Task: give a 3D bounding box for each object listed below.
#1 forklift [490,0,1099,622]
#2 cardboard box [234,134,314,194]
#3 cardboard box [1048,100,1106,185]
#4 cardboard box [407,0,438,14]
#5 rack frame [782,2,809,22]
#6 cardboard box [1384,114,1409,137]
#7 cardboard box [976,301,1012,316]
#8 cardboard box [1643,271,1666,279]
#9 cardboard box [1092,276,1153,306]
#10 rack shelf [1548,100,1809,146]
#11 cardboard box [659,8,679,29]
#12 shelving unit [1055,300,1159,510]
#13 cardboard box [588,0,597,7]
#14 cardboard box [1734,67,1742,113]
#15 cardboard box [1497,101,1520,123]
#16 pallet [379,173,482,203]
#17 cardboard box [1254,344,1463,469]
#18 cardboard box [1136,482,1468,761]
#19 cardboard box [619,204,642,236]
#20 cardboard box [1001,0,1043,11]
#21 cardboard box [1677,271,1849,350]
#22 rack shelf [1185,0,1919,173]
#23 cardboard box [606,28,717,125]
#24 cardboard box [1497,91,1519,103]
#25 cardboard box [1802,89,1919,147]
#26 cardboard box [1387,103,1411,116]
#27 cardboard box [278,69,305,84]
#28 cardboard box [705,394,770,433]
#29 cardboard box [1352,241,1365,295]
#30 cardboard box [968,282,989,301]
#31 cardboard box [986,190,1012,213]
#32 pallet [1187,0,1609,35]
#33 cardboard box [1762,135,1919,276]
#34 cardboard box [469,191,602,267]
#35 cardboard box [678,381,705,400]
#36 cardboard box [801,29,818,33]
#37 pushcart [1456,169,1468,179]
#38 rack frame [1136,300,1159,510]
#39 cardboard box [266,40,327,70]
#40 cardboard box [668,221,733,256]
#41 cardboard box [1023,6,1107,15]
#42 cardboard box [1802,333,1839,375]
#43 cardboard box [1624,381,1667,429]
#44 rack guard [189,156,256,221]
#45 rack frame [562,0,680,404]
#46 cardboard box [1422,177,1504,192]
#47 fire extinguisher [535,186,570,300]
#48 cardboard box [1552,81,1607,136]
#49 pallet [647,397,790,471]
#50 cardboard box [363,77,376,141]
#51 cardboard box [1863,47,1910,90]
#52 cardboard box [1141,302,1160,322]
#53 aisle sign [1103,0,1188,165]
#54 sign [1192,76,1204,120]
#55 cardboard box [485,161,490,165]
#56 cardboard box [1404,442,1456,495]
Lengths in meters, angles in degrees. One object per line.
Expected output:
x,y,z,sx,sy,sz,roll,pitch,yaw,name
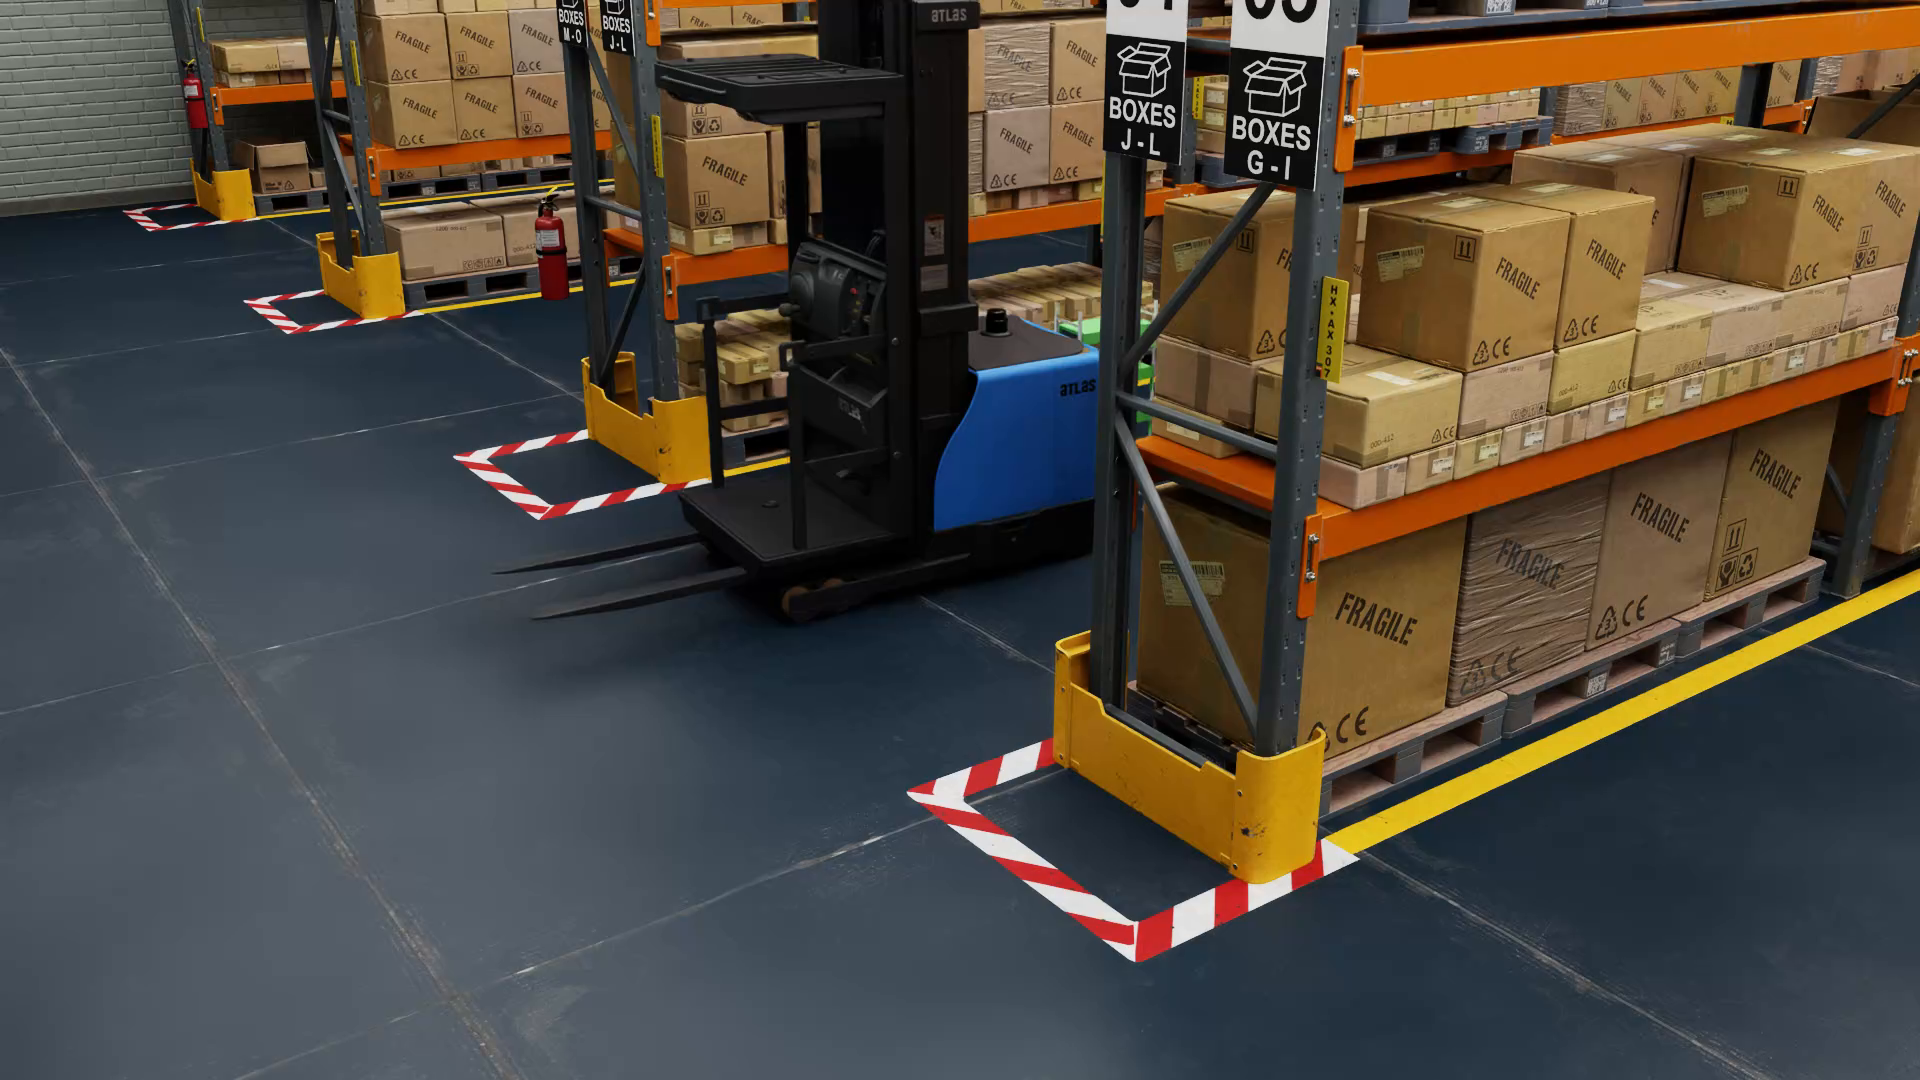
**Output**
-0.774,-1.193,7.931,3.031,2.935,1.130,-12,25,-28,forklift
-7.289,-4.002,17.679,0.637,0.503,0.797,-16,27,-35,cardboard box
0.632,-2.651,10.956,0.500,0.500,0.500,-16,27,-34,cardboard box
-4.318,-4.253,13.149,0.250,0.149,0.380,-14,26,-32,cardboard box
-1.692,-4.235,15.463,0.127,3.000,1.000,-15,26,-33,rack frame
3.133,-3.131,12.468,0.250,0.149,0.380,-16,27,-35,cardboard box
0.129,-1.456,10.974,0.250,0.149,0.380,-16,27,-35,cardboard box
2.738,-1.080,7.356,0.500,0.250,0.500,-14,26,-32,cardboard box
1.145,-1.760,11.737,0.250,0.149,0.380,-14,26,-31,cardboard box
6.152,-3.733,15.174,4.000,0.370,1.077,-15,26,-33,rack shelf
-2.738,-4.341,14.243,0.500,0.500,0.500,-15,26,-32,cardboard box
0.781,-0.710,9.058,0.503,1.200,0.258,-12,25,-28,shelving unit
-3.205,-4.498,13.763,0.250,0.149,0.380,-16,27,-34,cardboard box
7.098,-4.243,15.348,0.500,0.500,0.500,-15,26,-33,cardboard box
4.194,-3.414,13.177,0.250,0.149,0.380,-15,26,-33,cardboard box
-6.143,-4.019,18.683,1.213,0.211,1.003,-15,26,-33,pallet
1.396,-0.479,5.852,0.500,0.250,0.500,-16,27,-34,cardboard box
1.322,0.241,6.546,0.875,0.875,0.875,-15,26,-33,cardboard box
-1.866,-1.941,10.053,0.250,0.149,0.380,-15,26,-33,cardboard box
0.470,-5.202,16.403,0.500,0.500,0.500,-15,26,-33,cardboard box
3.472,-1.035,7.245,0.500,0.250,0.500,-14,26,-31,cardboard box
2.473,-1.880,6.484,4.000,0.370,1.077,-15,26,-33,rack shelf
-1.739,-2.725,9.793,0.500,0.500,0.500,-16,27,-34,cardboard box
4.178,-3.548,13.112,0.250,0.149,0.380,-14,26,-31,cardboard box
4.610,-1.907,8.140,0.637,0.503,0.797,-16,27,-34,cardboard box
3.138,-3.271,12.417,0.250,0.149,0.380,-16,27,-34,cardboard box
-7.041,-4.870,17.393,0.250,0.149,0.380,-15,26,-34,cardboard box
-1.353,-0.790,10.110,0.250,0.149,0.380,-14,26,-32,cardboard box
2.882,-2.115,12.955,0.500,0.500,0.500,-14,26,-32,cardboard box
-0.007,-1.698,11.582,0.250,0.149,0.380,-14,26,-32,cardboard box
0.124,-2.236,10.790,0.250,0.149,0.380,-15,26,-34,cardboard box
1.445,-1.904,5.693,1.213,0.211,1.003,-15,26,-33,pallet
3.879,-1.491,7.375,0.500,0.500,0.500,-14,26,-31,cardboard box
-3.723,-2.748,14.627,0.875,0.438,0.875,-14,26,-31,cardboard box
-1.660,-0.950,10.510,0.250,0.149,0.380,-14,26,-32,cardboard box
-0.605,-2.786,9.945,0.500,0.500,0.500,-16,27,-34,cardboard box
6.174,-4.074,18.597,1.648,0.377,0.936,14,26,32,pushcart
0.992,-0.756,9.172,0.015,1.200,0.240,-12,25,-28,rack frame
-6.906,-5.057,17.323,0.500,0.250,0.500,-15,26,-32,cardboard box
-1.511,-1.757,9.592,0.250,0.149,0.380,-15,26,-33,cardboard box
0.773,-3.393,11.466,0.500,0.500,0.500,-14,26,-32,cardboard box
3.623,-0.862,7.347,0.250,0.149,0.380,-15,26,-34,cardboard box
2.578,-0.582,6.648,0.250,0.149,0.380,-16,27,-34,cardboard box
-7.779,-3.718,17.538,0.348,0.500,1.175,-15,26,-33,rack guard
-1.966,-1.902,9.616,0.127,3.000,1.000,-15,26,-33,rack frame
4.126,-2.789,13.634,0.500,0.250,0.500,-16,27,-34,cardboard box
-2.440,-1.778,9.911,0.183,0.674,0.296,-15,26,-33,fire extinguisher
5.050,-3.696,13.977,0.500,0.500,0.500,-15,26,-32,cardboard box
-1.224,-0.789,10.588,1.213,0.211,1.003,-15,26,-33,pallet
-4.702,-3.600,13.736,0.500,0.500,0.500,-15,26,-33,cardboard box
9.008,-4.860,16.826,0.550,0.550,0.875,-15,26,-33,cardboard box
1.211,-1.613,11.771,0.250,0.149,0.380,-14,26,-32,cardboard box
0.615,-1.670,5.527,0.004,0.787,0.394,-15,26,-33,aisle sign
1.604,-3.009,11.221,0.005,0.325,0.100,-15,26,-33,sign
-5.620,-4.433,19.239,0.250,0.149,0.380,-15,26,-34,cardboard box
1.537,-0.305,5.953,0.250,0.149,0.380,-15,26,-34,cardboard box
